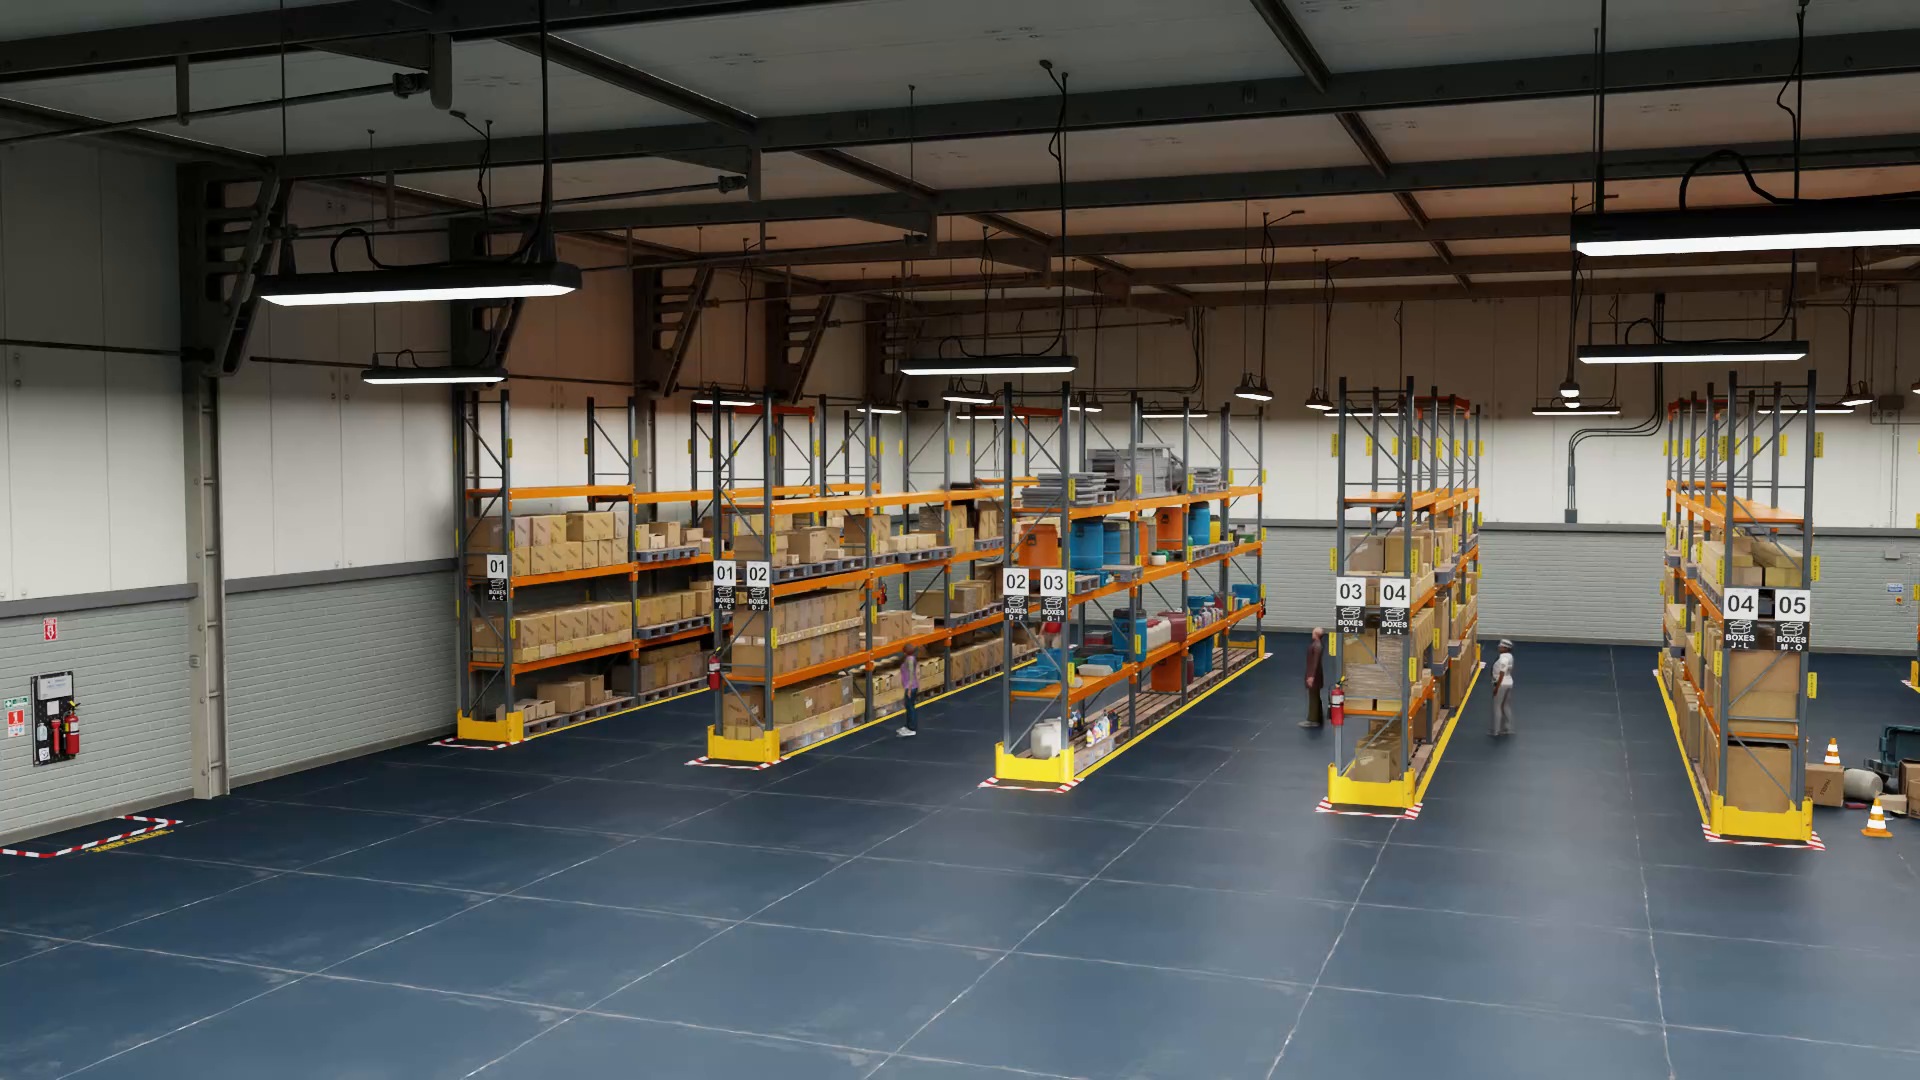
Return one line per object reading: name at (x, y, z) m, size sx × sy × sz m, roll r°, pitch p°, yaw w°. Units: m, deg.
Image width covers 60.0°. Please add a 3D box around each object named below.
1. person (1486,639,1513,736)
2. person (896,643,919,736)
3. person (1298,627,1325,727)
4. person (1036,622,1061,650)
person at (9.442, 2.566, 29.026) m, size 0.396 × 1.693 × 0.533 m, roll 3°, pitch 4°, yaw 42°
person at (-0.913, 2.596, 29.014) m, size 0.391 × 1.601 × 0.468 m, roll 0°, pitch 3°, yaw -5°
person at (6.370, 2.470, 30.068) m, size 0.523 × 1.798 × 0.604 m, roll 0°, pitch 3°, yaw 1°
person at (1.986, 2.111, 35.636) m, size 0.614 × 1.675 × 1.019 m, roll 2°, pitch 4°, yaw 27°
